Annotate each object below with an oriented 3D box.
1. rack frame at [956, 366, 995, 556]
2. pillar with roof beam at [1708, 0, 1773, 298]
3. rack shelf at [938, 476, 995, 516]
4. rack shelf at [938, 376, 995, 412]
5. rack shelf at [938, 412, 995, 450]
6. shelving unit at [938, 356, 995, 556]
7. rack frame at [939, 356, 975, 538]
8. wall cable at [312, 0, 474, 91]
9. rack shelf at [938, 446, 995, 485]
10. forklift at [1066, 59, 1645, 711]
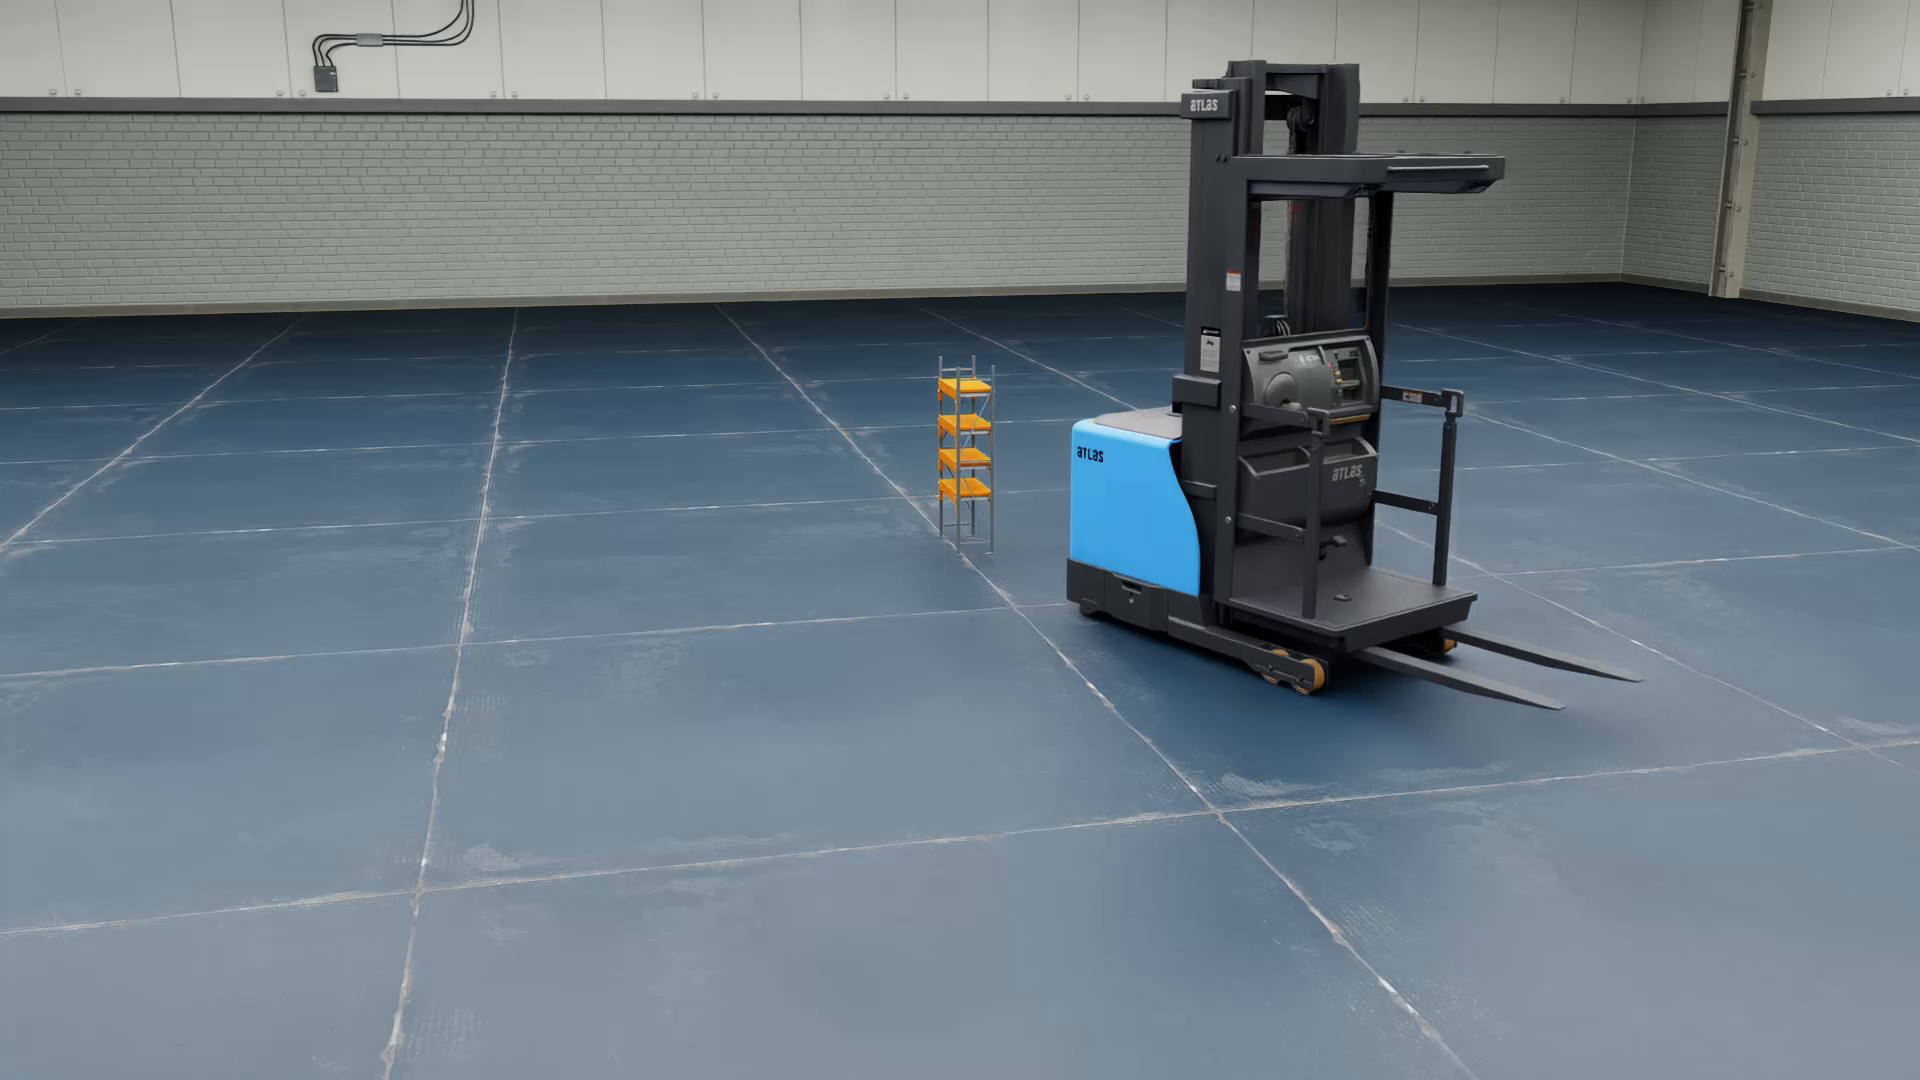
[{"bbox_3d":[0.096,-0.488,10.398,0.240,1.200,0.015,-3,14,-13],"label":"rack frame"},{"bbox_3d":[8.330,-8.115,25.181,9.100,9.000,0.400,-3,14,-13],"label":"pillar with roof beam"},{"bbox_3d":[0.039,-0.286,10.691,0.258,0.148,0.480,-3,14,-13],"label":"rack shelf"},{"bbox_3d":[0.039,-0.926,10.535,0.258,0.148,0.480,-3,14,-13],"label":"rack shelf"},{"bbox_3d":[0.039,-0.697,10.591,0.258,0.148,0.480,-3,14,-13],"label":"rack shelf"},{"bbox_3d":[0.039,-0.545,10.628,0.258,1.200,0.503,-3,14,-13],"label":"shelving unit"},{"bbox_3d":[-0.018,-0.601,10.859,0.240,1.200,0.015,-3,14,-13],"label":"rack frame"},{"bbox_3d":[-8.279,-9.530,23.807,2.305,6.003,0.169,-3,14,-13],"label":"wall cable"},{"bbox_3d":[0.039,-0.479,10.644,0.258,0.148,0.480,-3,14,-13],"label":"rack shelf"},{"bbox_3d":[1.885,-0.823,8.121,1.130,2.935,3.031,-10,17,-36],"label":"forklift"}]
